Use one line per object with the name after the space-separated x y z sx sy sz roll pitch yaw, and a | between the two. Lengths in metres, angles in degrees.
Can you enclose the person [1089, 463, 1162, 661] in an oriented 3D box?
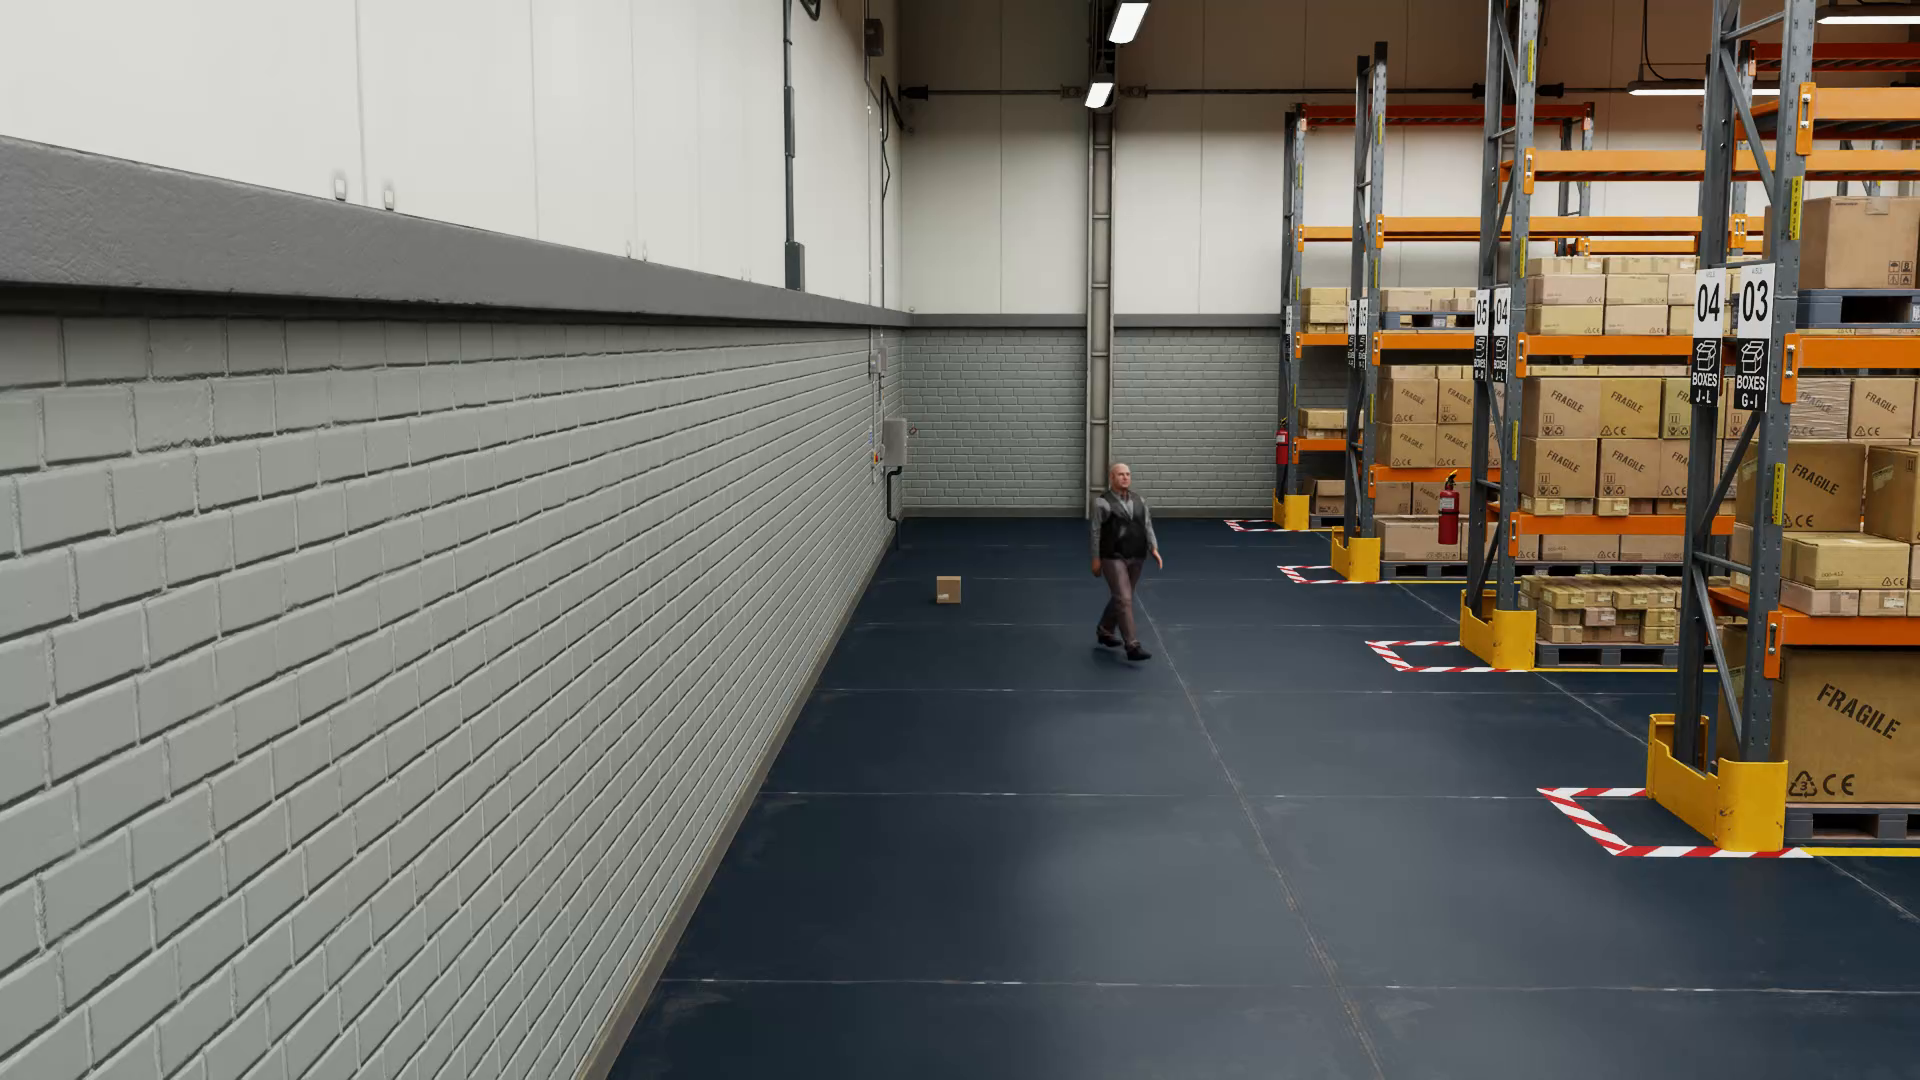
1.467 0.172 14.461 0.548 1.667 1.021 -4 8 -30 | person
